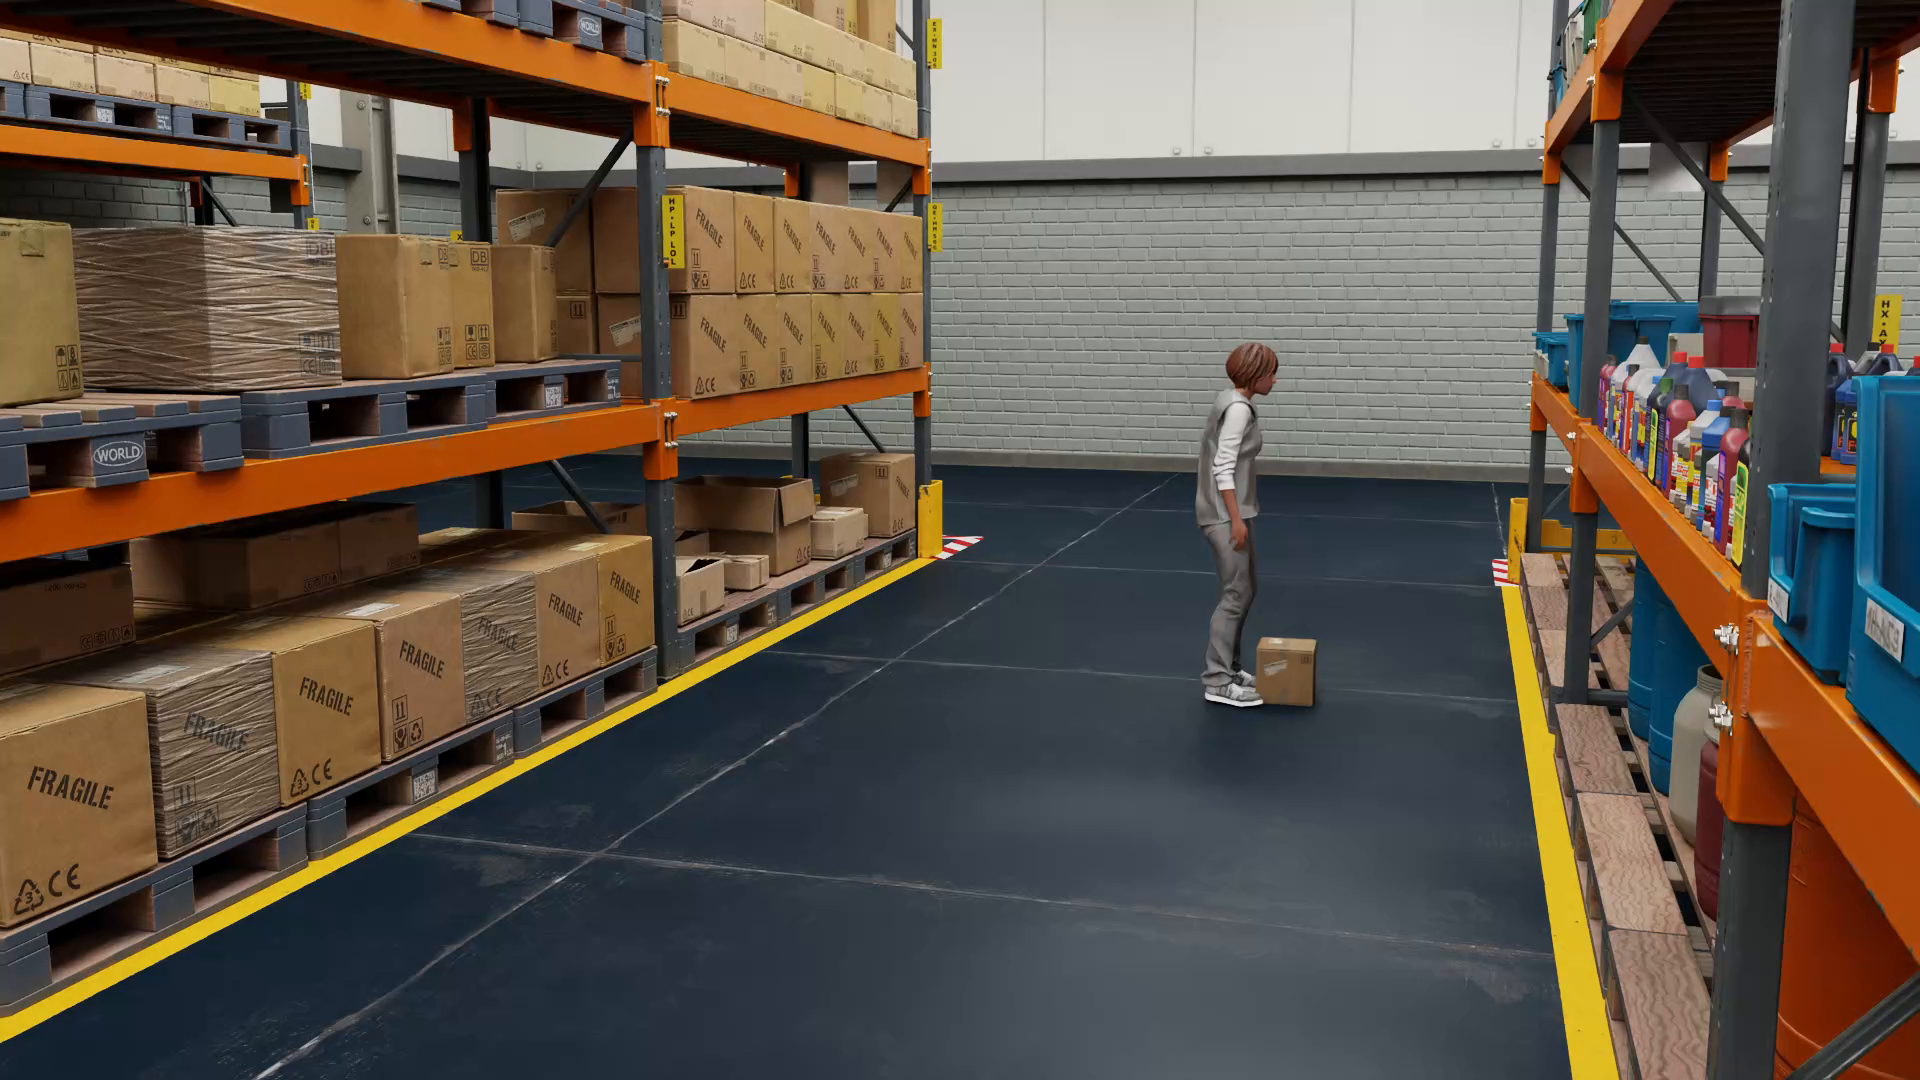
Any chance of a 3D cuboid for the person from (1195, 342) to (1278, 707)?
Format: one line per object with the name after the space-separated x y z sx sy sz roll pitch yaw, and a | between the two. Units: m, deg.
1.226 -0.082 7.426 0.348 1.592 0.466 2 9 14 | person
